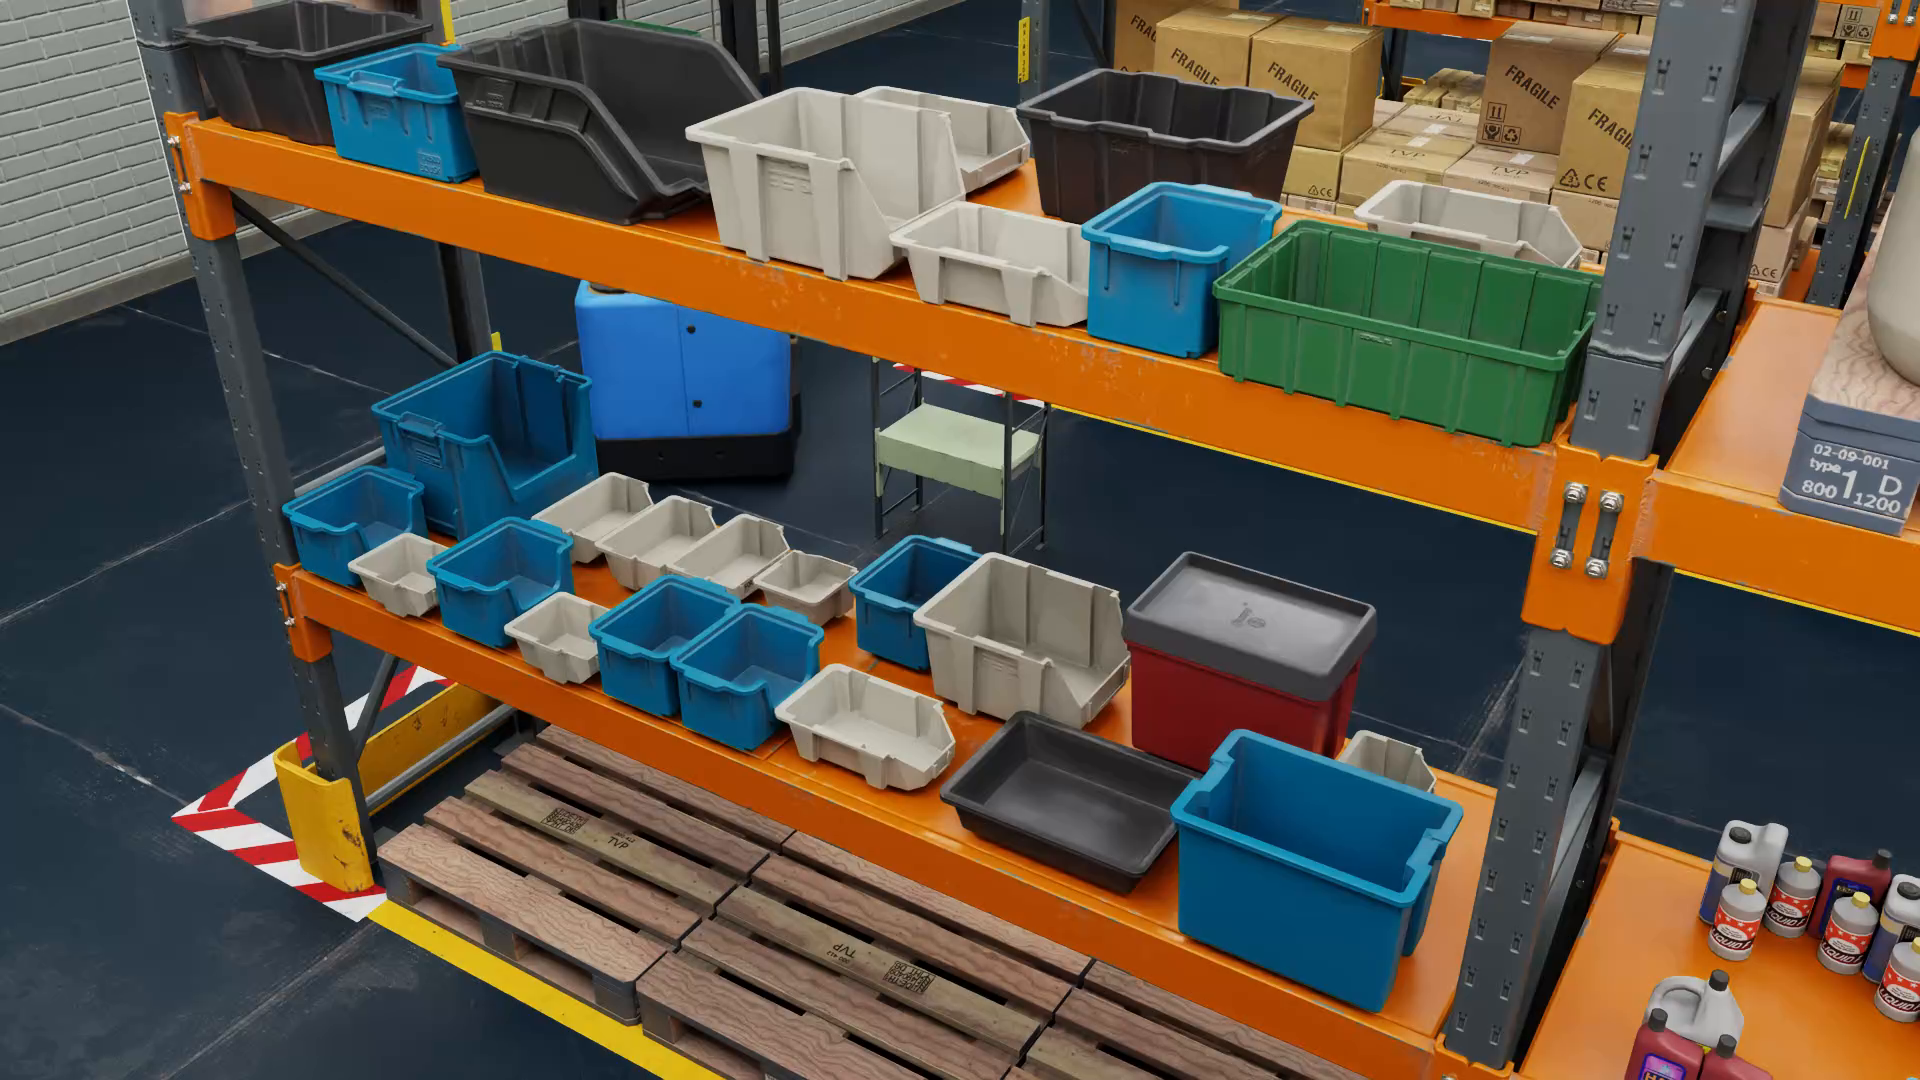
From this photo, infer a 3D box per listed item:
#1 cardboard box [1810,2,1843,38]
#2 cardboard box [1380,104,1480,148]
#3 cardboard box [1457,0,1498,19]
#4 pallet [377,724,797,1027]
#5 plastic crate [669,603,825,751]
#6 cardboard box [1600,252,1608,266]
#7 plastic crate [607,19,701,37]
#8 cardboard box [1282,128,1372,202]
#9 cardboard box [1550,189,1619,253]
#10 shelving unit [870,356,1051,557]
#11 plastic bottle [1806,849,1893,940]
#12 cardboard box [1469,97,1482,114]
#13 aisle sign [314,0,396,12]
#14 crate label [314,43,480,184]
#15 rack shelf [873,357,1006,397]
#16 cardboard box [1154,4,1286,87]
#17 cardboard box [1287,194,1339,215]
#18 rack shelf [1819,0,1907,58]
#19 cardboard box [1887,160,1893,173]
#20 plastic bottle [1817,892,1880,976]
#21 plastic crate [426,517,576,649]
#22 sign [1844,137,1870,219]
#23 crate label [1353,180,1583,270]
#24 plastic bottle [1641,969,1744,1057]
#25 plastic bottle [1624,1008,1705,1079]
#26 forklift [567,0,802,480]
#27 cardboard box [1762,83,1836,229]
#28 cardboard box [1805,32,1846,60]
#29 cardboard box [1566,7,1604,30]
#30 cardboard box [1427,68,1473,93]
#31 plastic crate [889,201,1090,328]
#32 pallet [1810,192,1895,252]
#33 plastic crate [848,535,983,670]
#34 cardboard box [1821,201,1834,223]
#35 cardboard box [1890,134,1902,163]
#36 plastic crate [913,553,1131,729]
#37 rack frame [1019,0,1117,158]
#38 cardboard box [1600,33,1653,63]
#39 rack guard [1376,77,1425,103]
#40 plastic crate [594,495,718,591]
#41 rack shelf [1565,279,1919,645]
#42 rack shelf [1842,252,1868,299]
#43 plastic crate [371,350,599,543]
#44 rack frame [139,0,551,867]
[{"bbox_3d":[5.748,-3.745,11.298,0.500,0.500,0.500,17,34,26],"label":"cardboard box"},{"bbox_3d":[2.492,-2.043,8.629,0.500,0.250,0.500,18,35,27],"label":"cardboard box"},{"bbox_3d":[3.896,-4.015,12.405,0.250,0.149,0.380,17,34,26],"label":"cardboard box"},{"bbox_3d":[-1.319,1.150,6.070,1.213,0.211,1.003,18,35,27],"label":"pallet"},{"bbox_3d":[-0.593,0.394,4.705,0.300,0.233,0.416,18,35,27],"label":"plastic crate"},{"bbox_3d":[3.156,-1.306,7.761,0.250,0.149,0.380,17,34,27],"label":"cardboard box"},{"bbox_3d":[-1.010,-1.354,4.828,0.336,0.188,0.450,18,35,27],"label":"plastic crate"},{"bbox_3d":[1.767,-1.953,8.475,0.500,0.250,0.500,16,34,26],"label":"cardboard box"},{"bbox_3d":[3.071,-1.542,7.770,0.500,0.250,0.500,19,35,29],"label":"cardboard box"},{"bbox_3d":[0.006,-0.646,7.869,0.755,1.500,0.431,18,35,27],"label":"shelving unit"},{"bbox_3d":[2.117,0.840,3.949,0.133,0.283,0.061,18,35,27],"label":"plastic bottle"},{"bbox_3d":[4.065,-3.273,12.705,0.250,0.149,0.380,17,35,27],"label":"cardboard box"},{"bbox_3d":[-1.902,-1.559,5.366,0.004,0.787,0.394,18,35,27],"label":"aisle sign"},{"bbox_3d":[-1.387,-1.139,4.396,0.502,0.251,0.408,18,35,27],"label":"crate label"},{"bbox_3d":[0.006,-0.983,7.672,0.720,0.370,0.431,18,35,27],"label":"rack shelf"},{"bbox_3d":[1.323,-2.416,8.524,0.500,0.500,0.500,17,34,26],"label":"cardboard box"},{"bbox_3d":[1.852,-1.718,8.468,0.250,0.149,0.380,17,34,27],"label":"cardboard box"},{"bbox_3d":[2.330,-2.855,7.905,4.000,0.370,1.077,18,35,27],"label":"rack shelf"},{"bbox_3d":[6.610,-2.737,12.081,0.250,0.149,0.380,19,35,30],"label":"cardboard box"},{"bbox_3d":[2.090,0.914,3.904,0.097,0.201,0.097,0,30,0],"label":"plastic bottle"},{"bbox_3d":[-1.405,0.137,5.145,0.300,0.233,0.416,18,35,27],"label":"plastic crate"},{"bbox_3d":[3.730,-1.505,6.916,0.005,0.325,0.100,18,35,27],"label":"sign"},{"bbox_3d":[1.130,-0.657,3.684,0.466,0.136,0.293,18,35,27],"label":"crate label"},{"bbox_3d":[1.551,1.044,3.532,0.185,0.351,0.144,18,35,27],"label":"plastic bottle"},{"bbox_3d":[1.475,1.110,3.486,0.133,0.283,0.061,18,35,27],"label":"plastic bottle"},{"bbox_3d":[-1.512,-2.285,9.258,1.130,2.935,3.031,-2,30,-4],"label":"forklift"},{"bbox_3d":[3.493,-1.731,7.350,0.500,0.500,0.500,19,35,29],"label":"cardboard box"},{"bbox_3d":[5.910,-3.412,11.371,0.250,0.149,0.380,19,35,29],"label":"cardboard box"},{"bbox_3d":[4.599,-3.843,12.110,0.250,0.149,0.380,17,34,26],"label":"cardboard box"},{"bbox_3d":[3.942,-3.669,13.385,0.250,0.149,0.380,18,35,28],"label":"cardboard box"},{"bbox_3d":[0.111,-0.581,3.554,0.466,0.136,0.293,18,35,27],"label":"plastic crate"},{"bbox_3d":[6.159,-2.385,12.128,1.213,0.211,1.003,18,35,27],"label":"pallet"},{"bbox_3d":[-0.121,0.195,5.046,0.300,0.233,0.416,18,35,27],"label":"plastic crate"},{"bbox_3d":[6.233,-2.334,11.686,0.250,0.149,0.380,18,35,28],"label":"cardboard box"},{"bbox_3d":[6.565,-2.812,11.915,0.250,0.149,0.380,19,35,29],"label":"cardboard box"},{"bbox_3d":[0.196,0.317,4.788,0.530,0.282,0.437,18,35,27],"label":"plastic crate"},{"bbox_3d":[0.636,-2.406,9.398,0.127,3.000,1.000,18,35,27],"label":"rack frame"},{"bbox_3d":[3.341,-2.095,7.973,0.500,0.500,0.500,18,35,27],"label":"cardboard box"},{"bbox_3d":[3.423,-3.396,13.575,0.348,0.500,1.175,18,35,27],"label":"rack guard"},{"bbox_3d":[-0.972,0.021,5.440,0.243,0.136,0.396,18,35,27],"label":"plastic crate"},{"bbox_3d":[3.085,0.330,2.444,4.000,0.370,1.077,18,35,27],"label":"rack shelf"},{"bbox_3d":[5.718,-0.488,6.824,4.000,0.370,1.077,18,35,27],"label":"rack shelf"},{"bbox_3d":[-1.614,-0.323,5.733,0.499,0.435,0.616,18,35,27],"label":"plastic crate"},{"bbox_3d":[-1.997,-0.292,5.774,0.127,3.000,1.000,18,35,27],"label":"rack frame"}]
